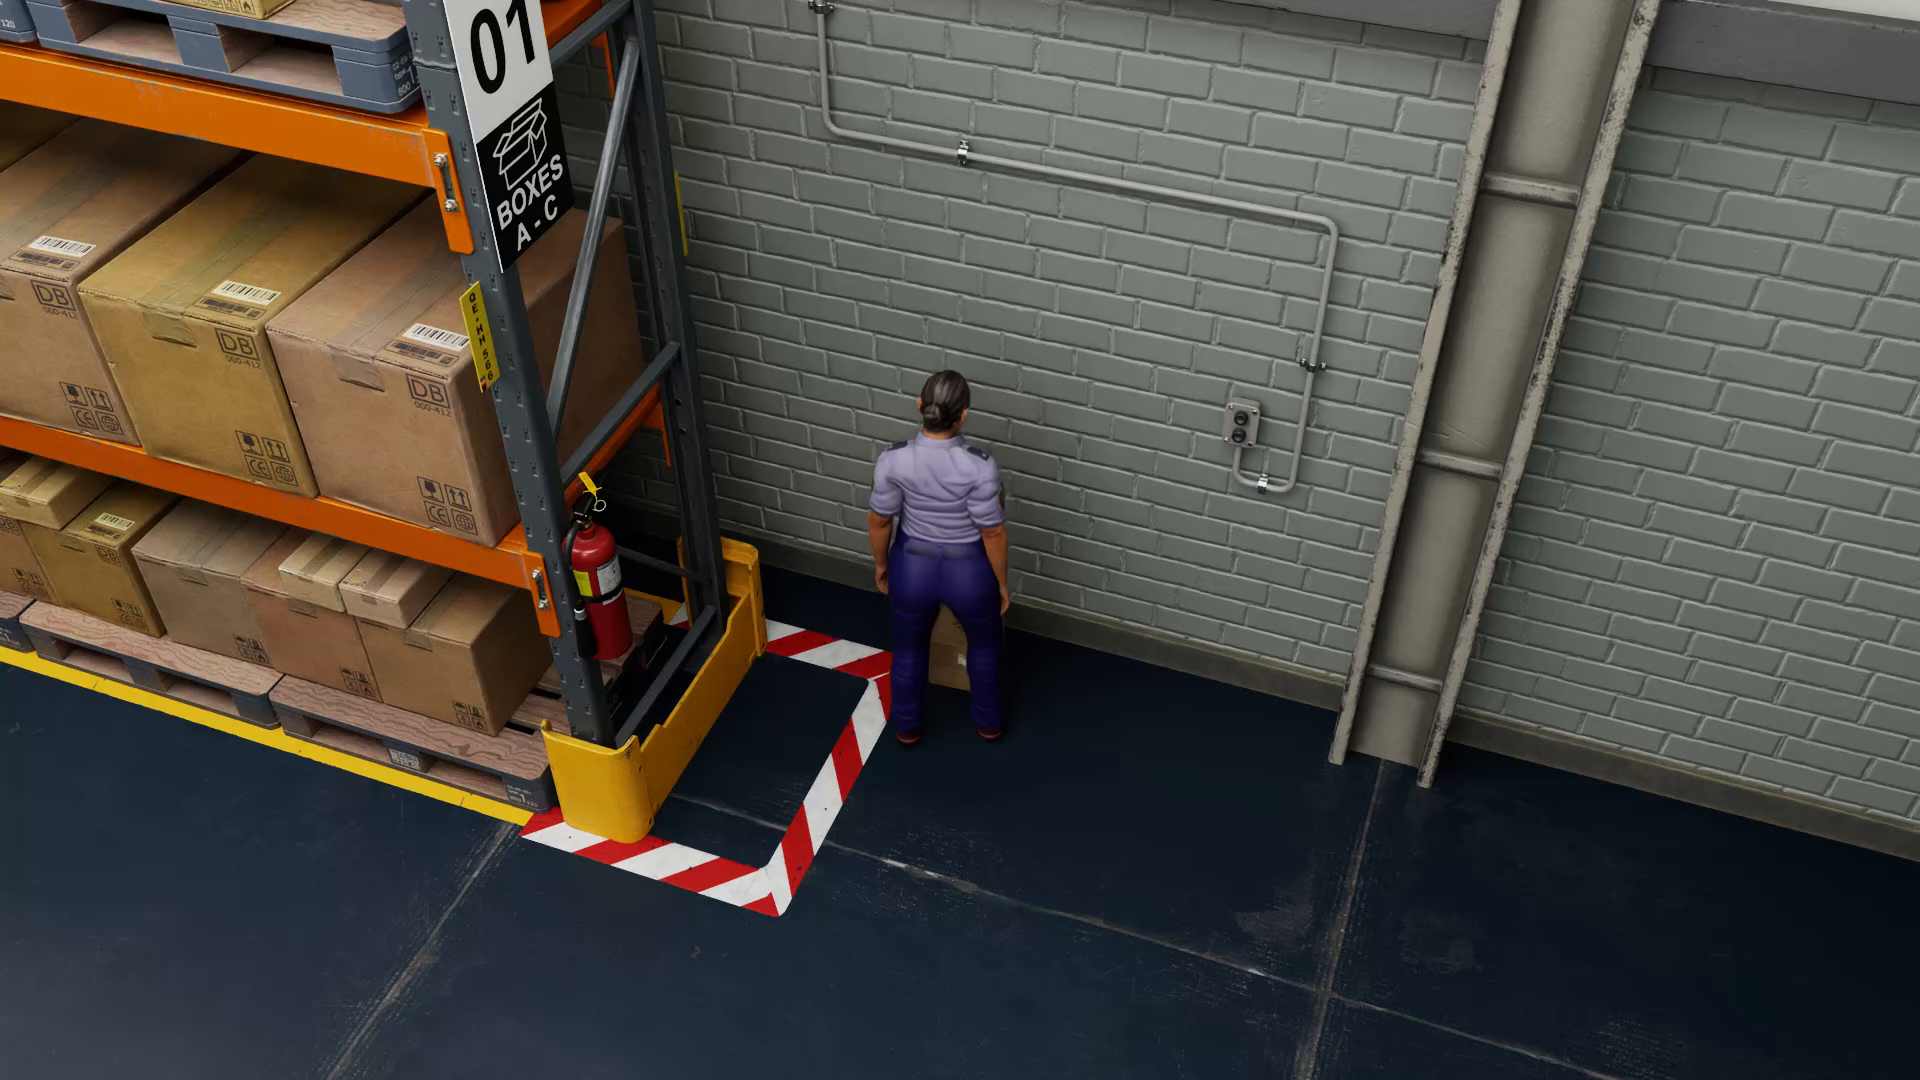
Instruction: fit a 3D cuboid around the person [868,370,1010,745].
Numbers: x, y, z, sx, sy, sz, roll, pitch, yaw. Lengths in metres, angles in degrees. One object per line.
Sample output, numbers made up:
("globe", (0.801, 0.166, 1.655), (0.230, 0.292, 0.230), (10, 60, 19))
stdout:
("person", (-0.064, 0.104, 6.032), (0.514, 1.632, 0.399), (6, 42, 6))
